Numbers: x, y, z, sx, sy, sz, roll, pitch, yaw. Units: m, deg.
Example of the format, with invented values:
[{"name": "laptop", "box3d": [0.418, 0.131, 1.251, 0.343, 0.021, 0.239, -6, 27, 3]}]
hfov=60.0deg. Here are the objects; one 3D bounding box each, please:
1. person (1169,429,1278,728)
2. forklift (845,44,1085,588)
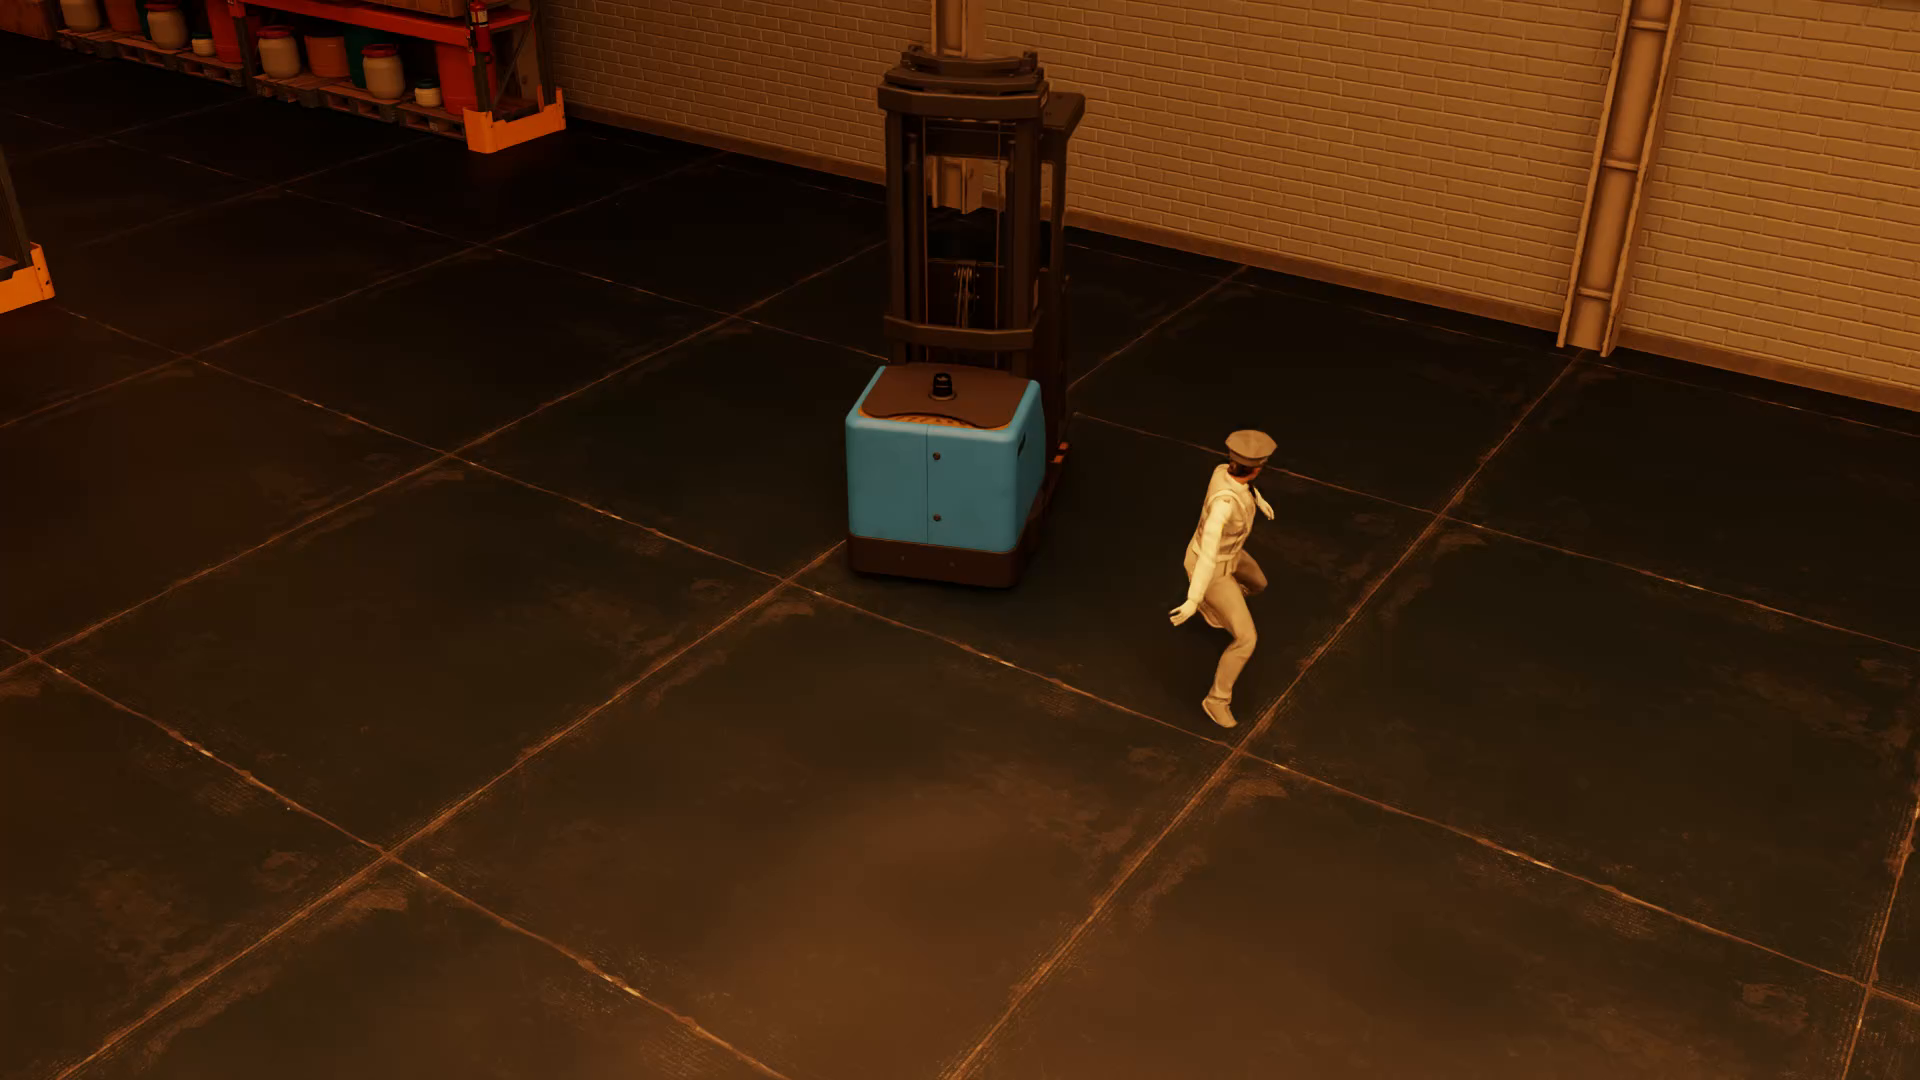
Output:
[{"name": "person", "box3d": [1.399, 0.164, 8.790, 0.469, 1.573, 1.103, 10, 31, 16]}, {"name": "forklift", "box3d": [0.149, -1.709, 10.524, 1.130, 2.935, 3.031, 7, 31, 11]}]
